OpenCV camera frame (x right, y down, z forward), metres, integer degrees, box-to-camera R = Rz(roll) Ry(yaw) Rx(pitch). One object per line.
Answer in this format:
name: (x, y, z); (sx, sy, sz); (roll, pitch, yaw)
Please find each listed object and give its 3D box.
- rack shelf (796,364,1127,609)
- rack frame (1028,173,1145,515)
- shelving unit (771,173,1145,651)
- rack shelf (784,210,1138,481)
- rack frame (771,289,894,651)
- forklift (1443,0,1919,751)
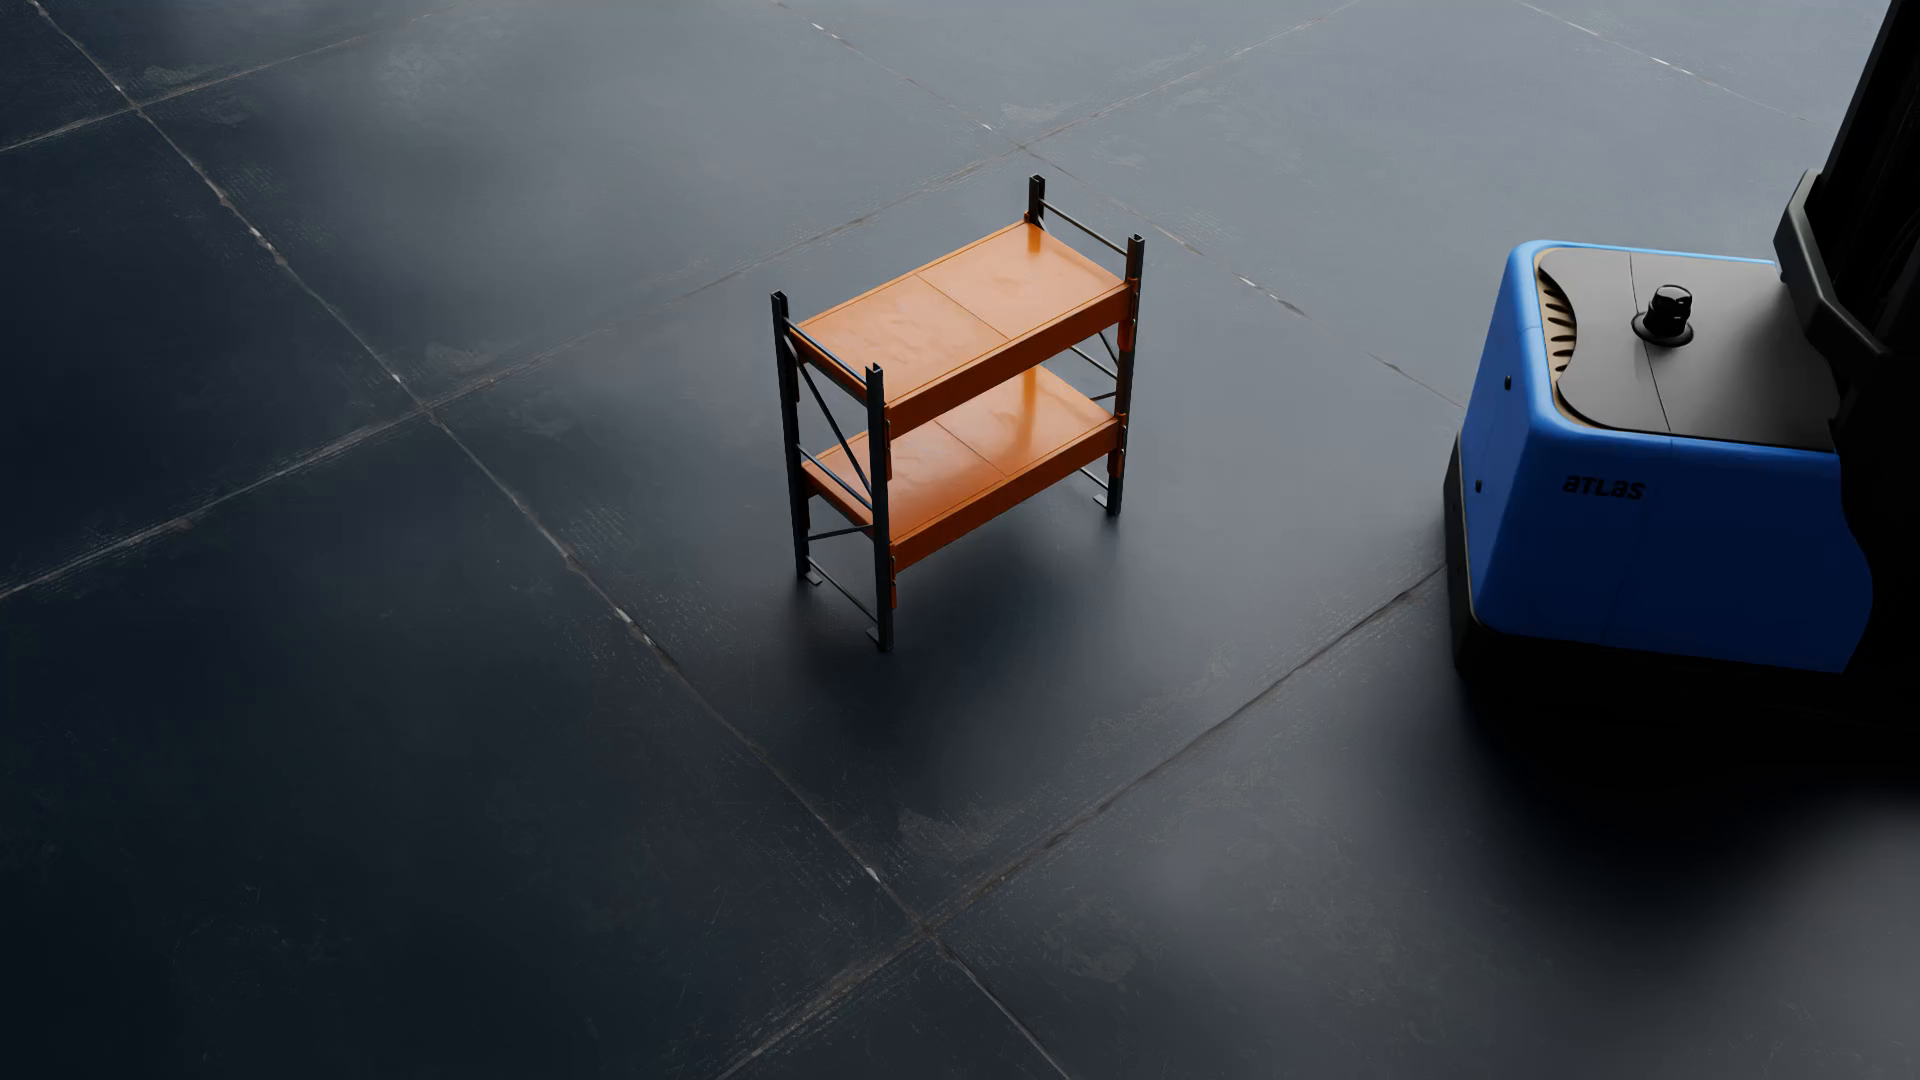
rack shelf: (0.005, -0.235, 5.535); (1.000, 0.278, 0.538); (-30, 51, -28)
rack frame: (0.395, -0.636, 5.606); (0.032, 1.125, 0.500); (-30, 51, -28)
shelving unit: (0.005, -0.413, 5.368); (1.048, 1.125, 0.538); (-30, 51, -28)
rack shelf: (0.005, -0.626, 5.168); (1.000, 0.278, 0.538); (-30, 51, -28)
rack frame: (-0.385, -0.190, 5.130); (0.032, 1.125, 0.500); (-30, 51, -28)
forklift: (3.119, -0.740, 4.397); (3.031, 2.935, 1.130); (7, 44, 7)
